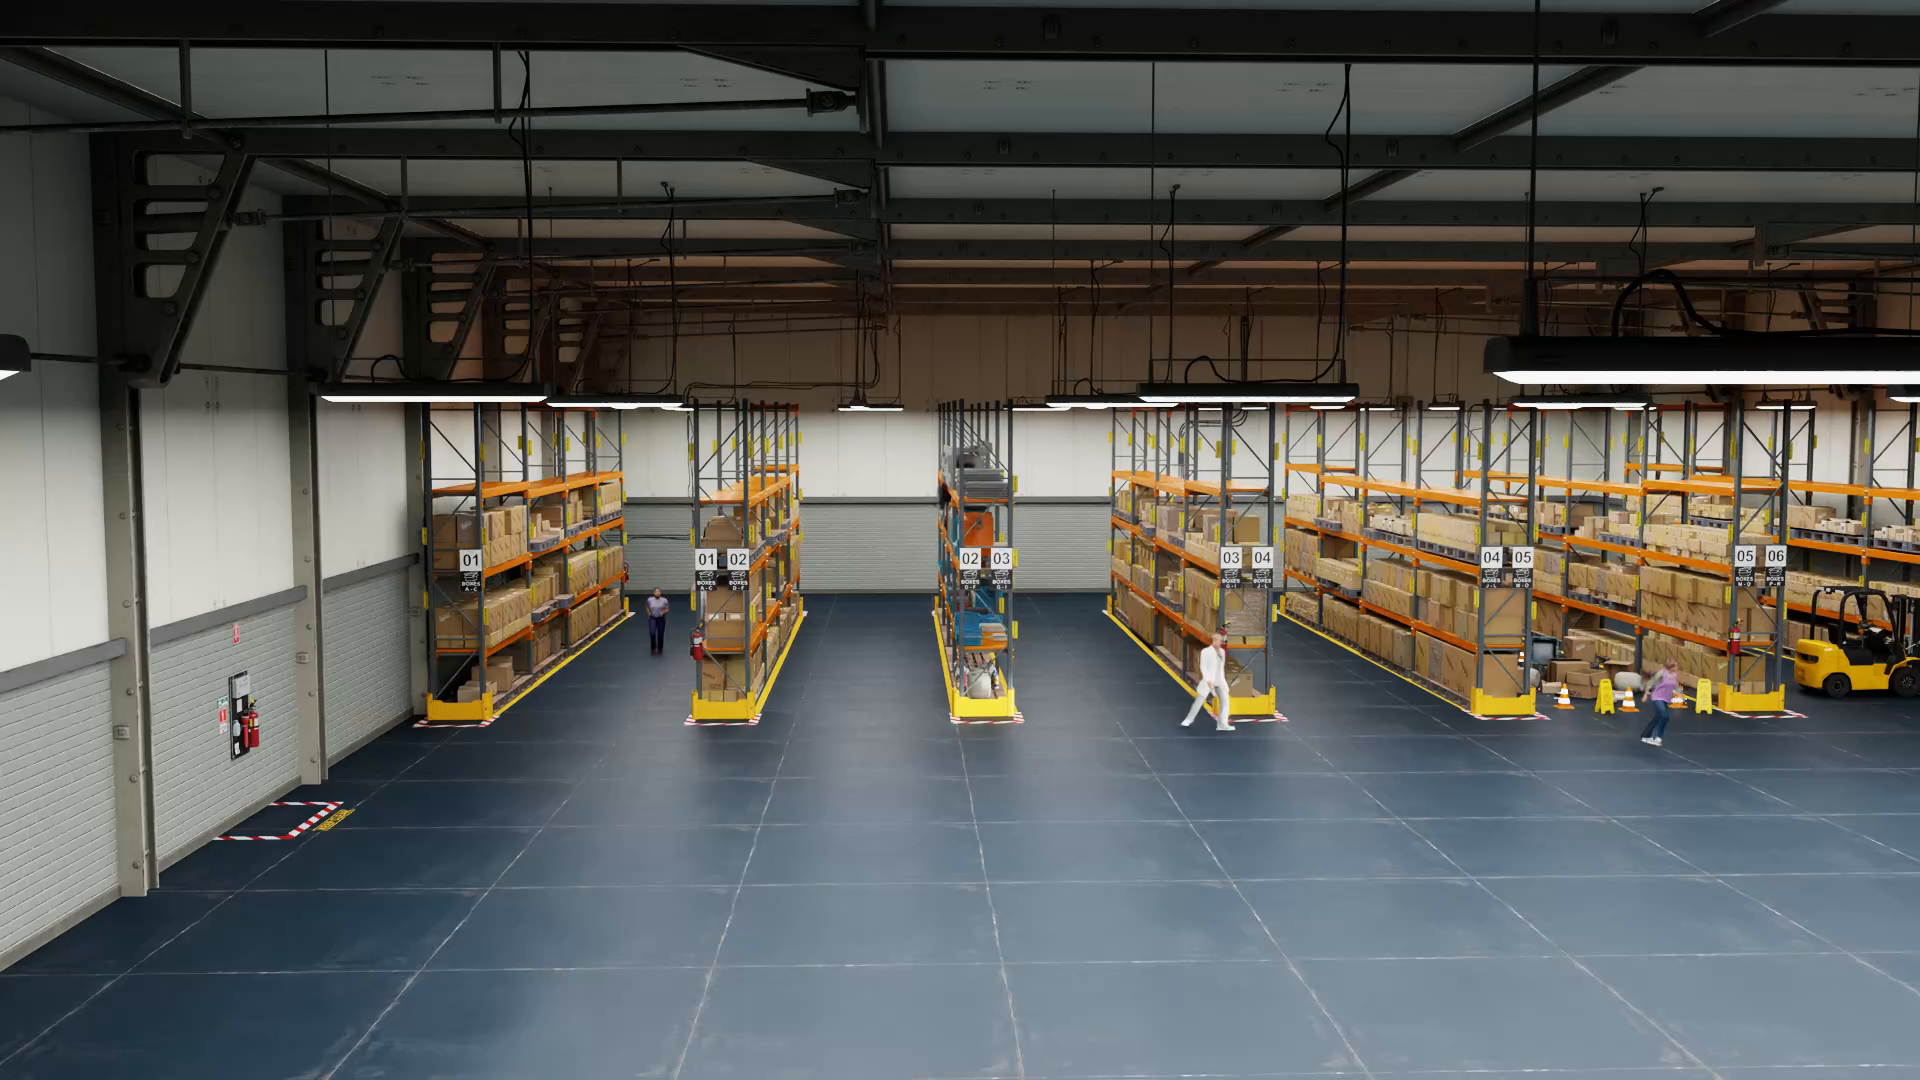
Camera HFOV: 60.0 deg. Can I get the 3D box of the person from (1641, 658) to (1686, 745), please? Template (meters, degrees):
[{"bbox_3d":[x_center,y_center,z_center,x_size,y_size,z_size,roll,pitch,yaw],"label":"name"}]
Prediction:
[{"bbox_3d":[12.088,2.769,28.611,0.506,1.537,0.721,-2,5,-27],"label":"person"}]

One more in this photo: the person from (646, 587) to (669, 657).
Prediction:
[{"bbox_3d":[-7.158,1.940,39.334,0.528,1.666,0.796,-1,4,-12],"label":"person"}]

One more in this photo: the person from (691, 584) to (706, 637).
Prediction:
[{"bbox_3d":[-6.536,1.619,42.443,0.659,1.754,0.646,0,4,-6],"label":"person"}]

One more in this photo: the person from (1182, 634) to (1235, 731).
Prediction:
[{"bbox_3d":[4.480,2.562,30.064,0.771,1.745,0.878,-2,5,-25],"label":"person"}]
